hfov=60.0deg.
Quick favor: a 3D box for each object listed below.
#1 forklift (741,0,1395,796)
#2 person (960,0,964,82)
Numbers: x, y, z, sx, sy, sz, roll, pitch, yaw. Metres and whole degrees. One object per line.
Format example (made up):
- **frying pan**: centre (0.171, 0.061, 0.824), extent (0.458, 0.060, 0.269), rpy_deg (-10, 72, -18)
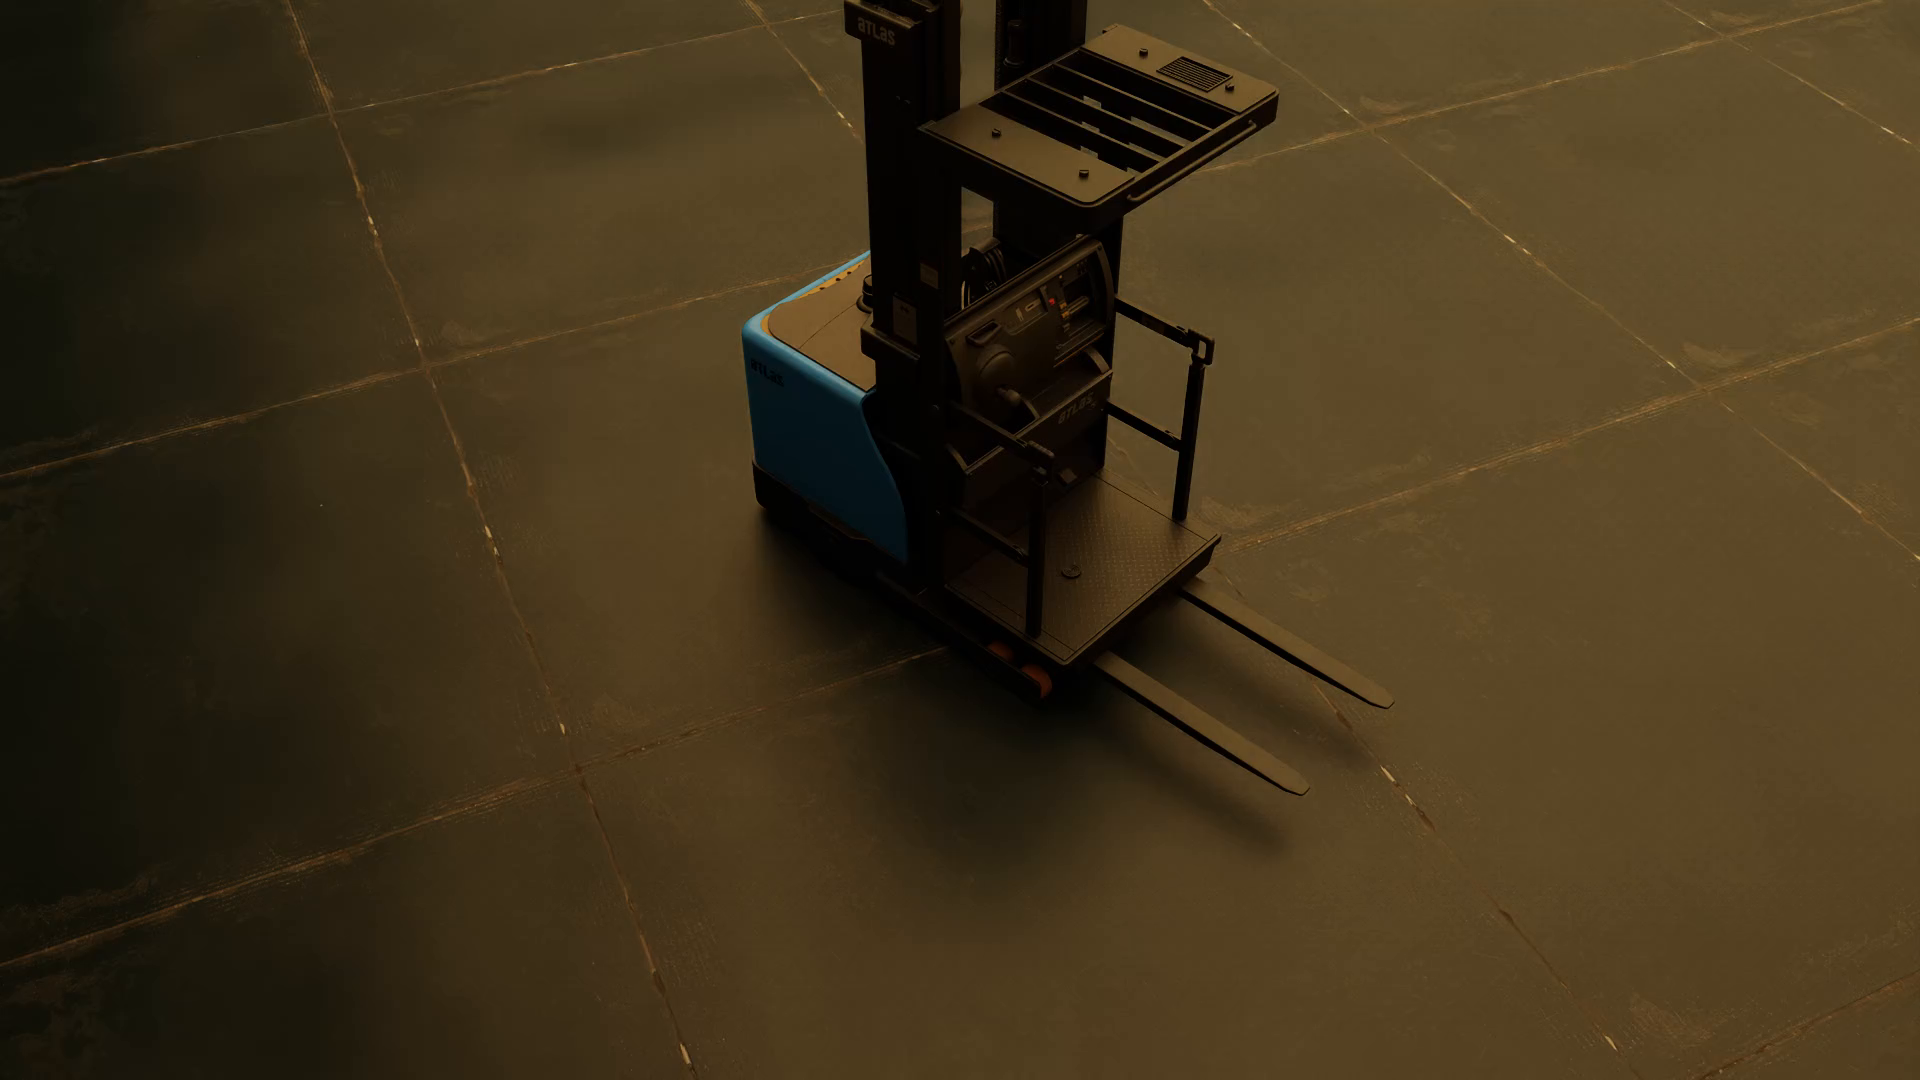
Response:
- **forklift**: centre (0.445, -0.788, 6.525), extent (3.031, 2.935, 1.130), rpy_deg (32, 52, 30)
- **person**: centre (-0.200, -3.260, 10.107), extent (0.570, 1.643, 0.504), rpy_deg (-29, 50, -27)
